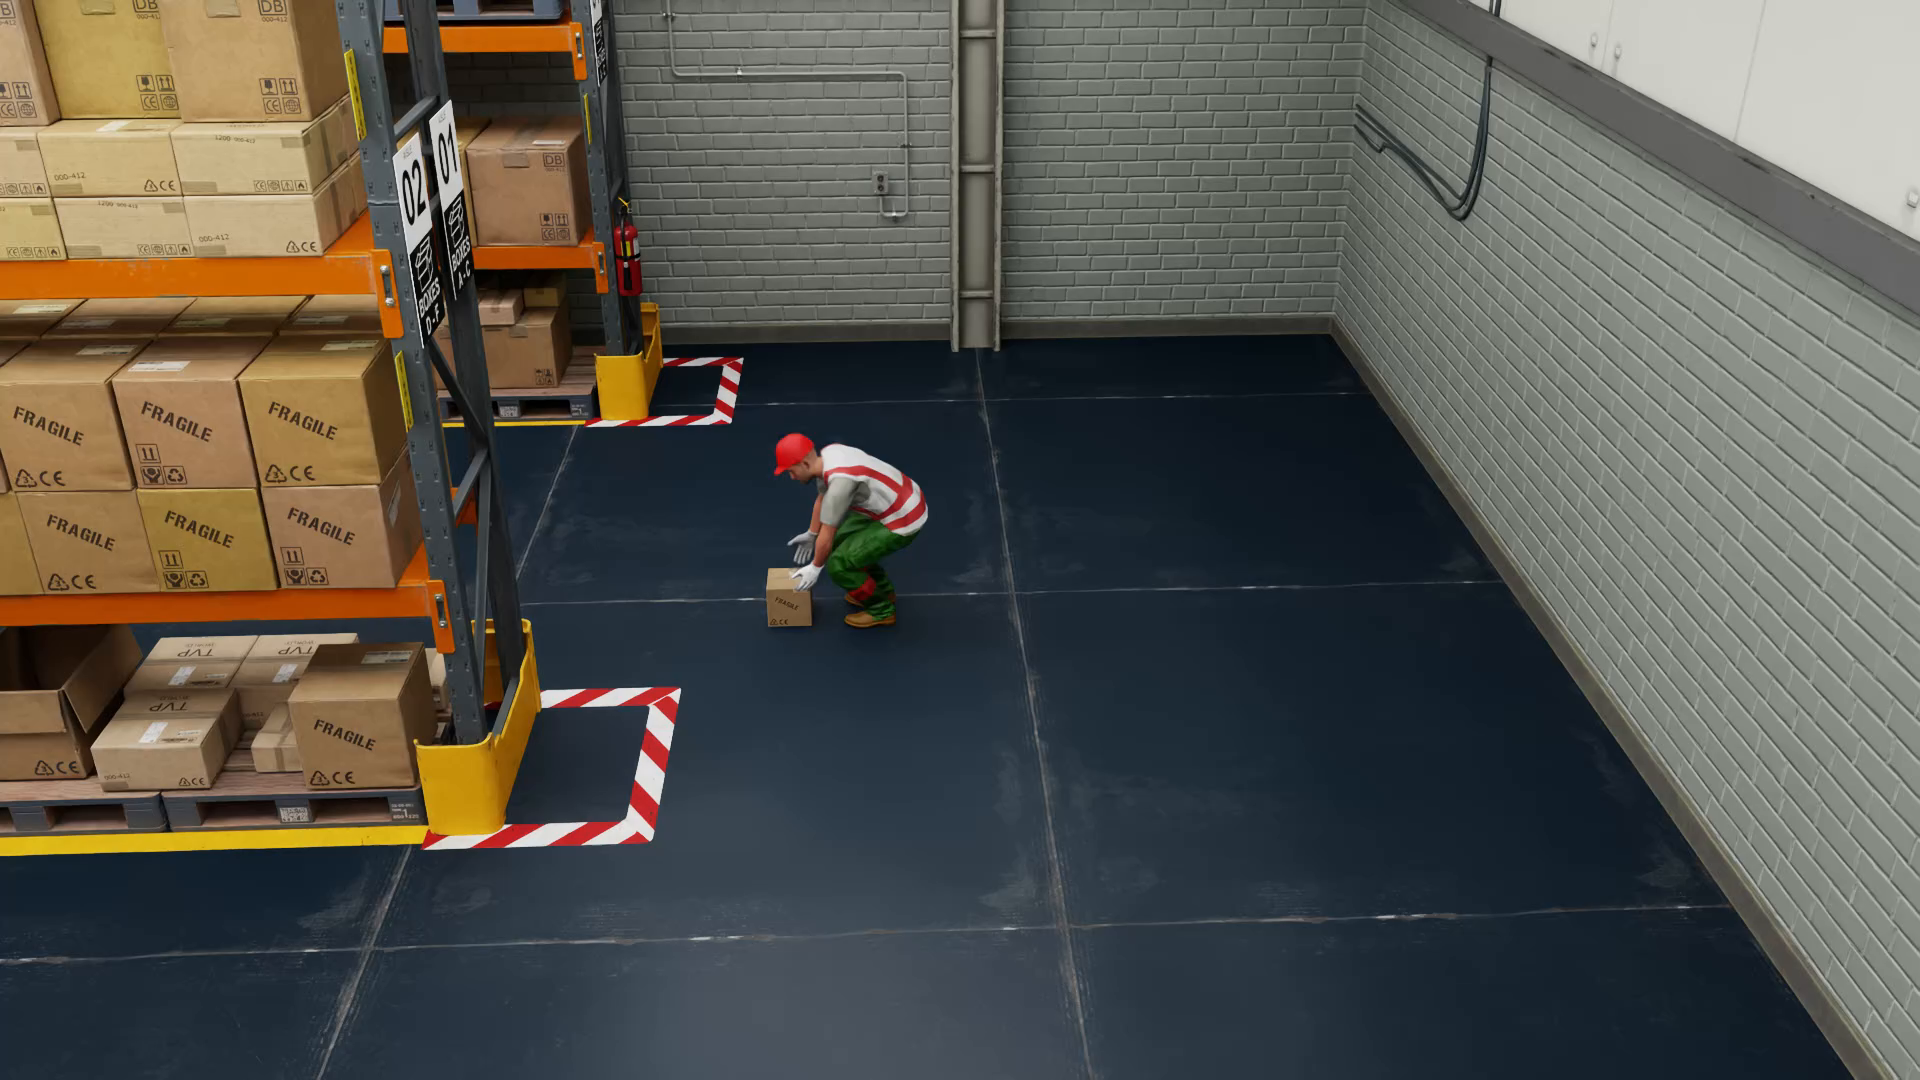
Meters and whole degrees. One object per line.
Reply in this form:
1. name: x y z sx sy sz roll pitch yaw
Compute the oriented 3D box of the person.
1. person: -0.604 -0.093 9.396 0.852 1.125 0.585 -1 27 -3
